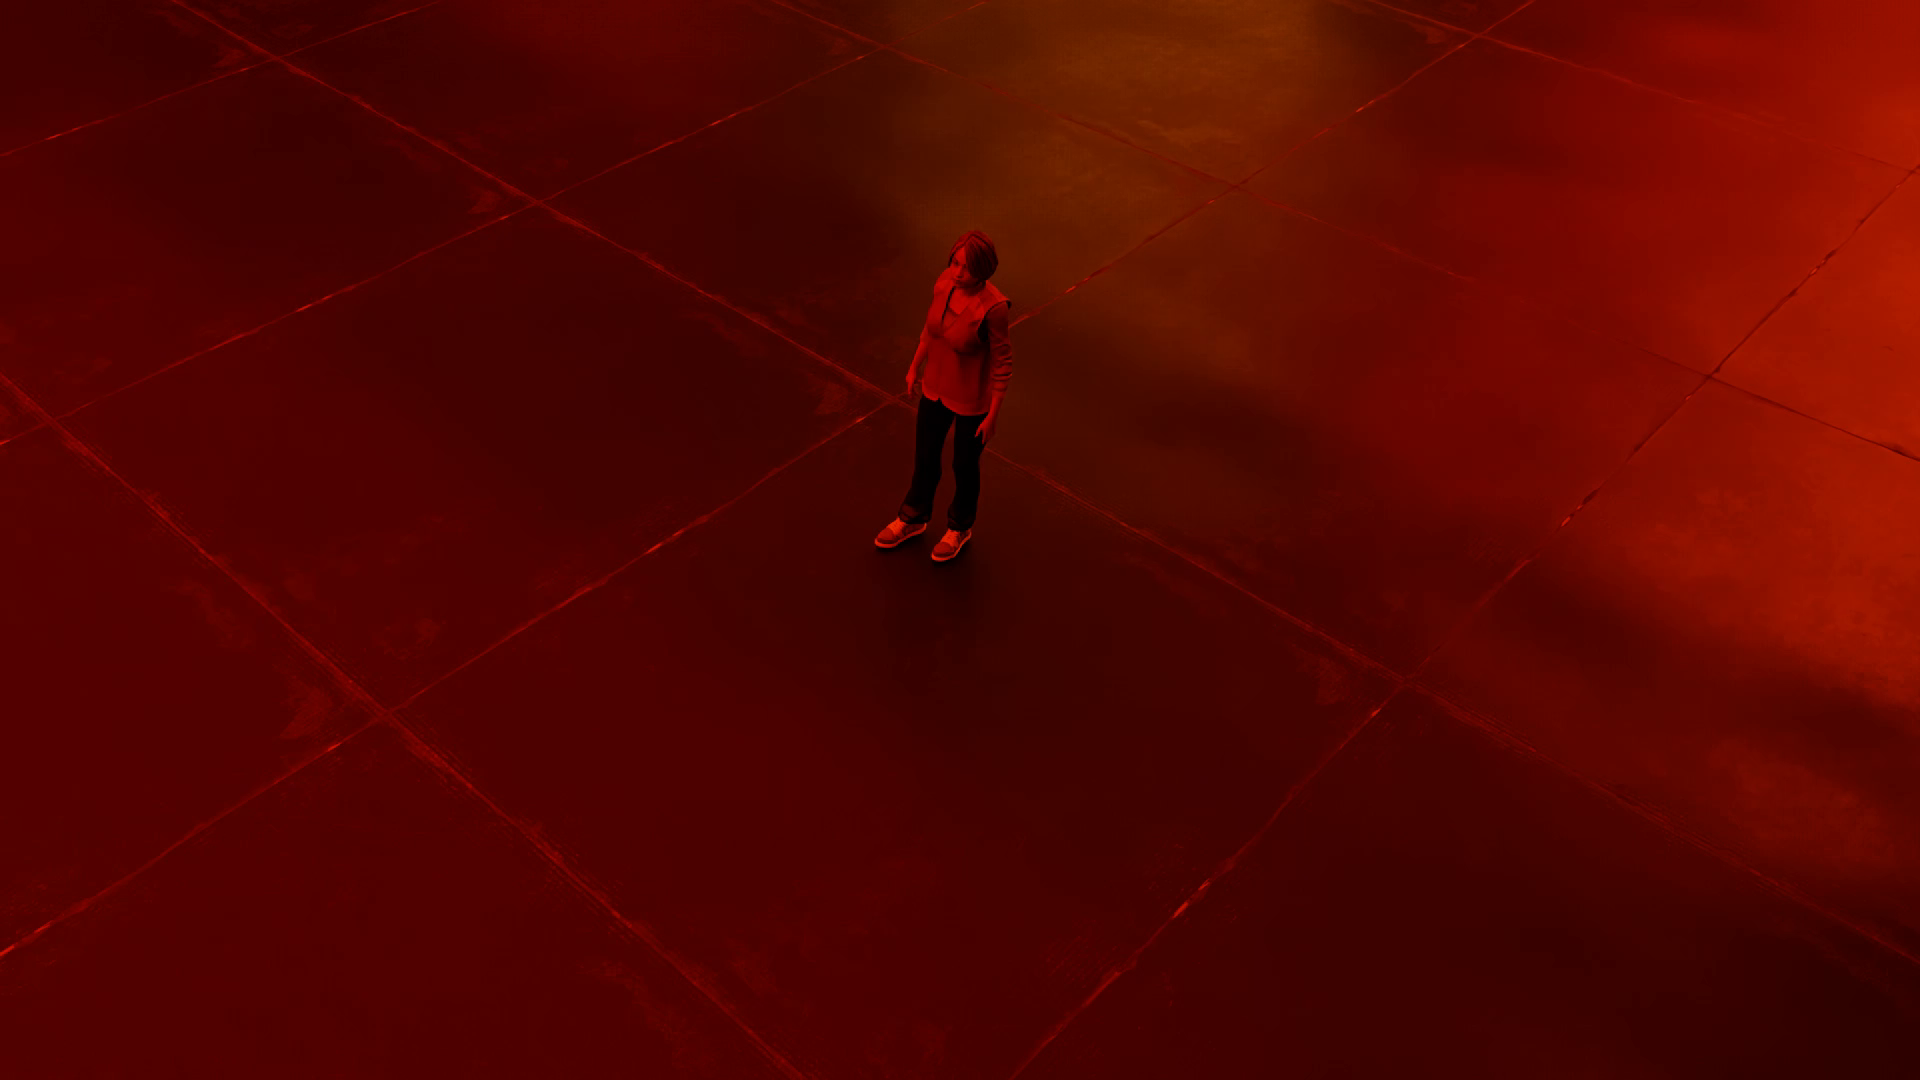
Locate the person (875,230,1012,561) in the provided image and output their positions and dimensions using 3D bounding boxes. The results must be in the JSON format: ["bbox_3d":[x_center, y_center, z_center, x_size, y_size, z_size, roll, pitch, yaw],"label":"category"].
[{"bbox_3d":[-0.060,-0.583,7.121,0.520,1.597,0.476,31,49,31],"label":"person"}]
